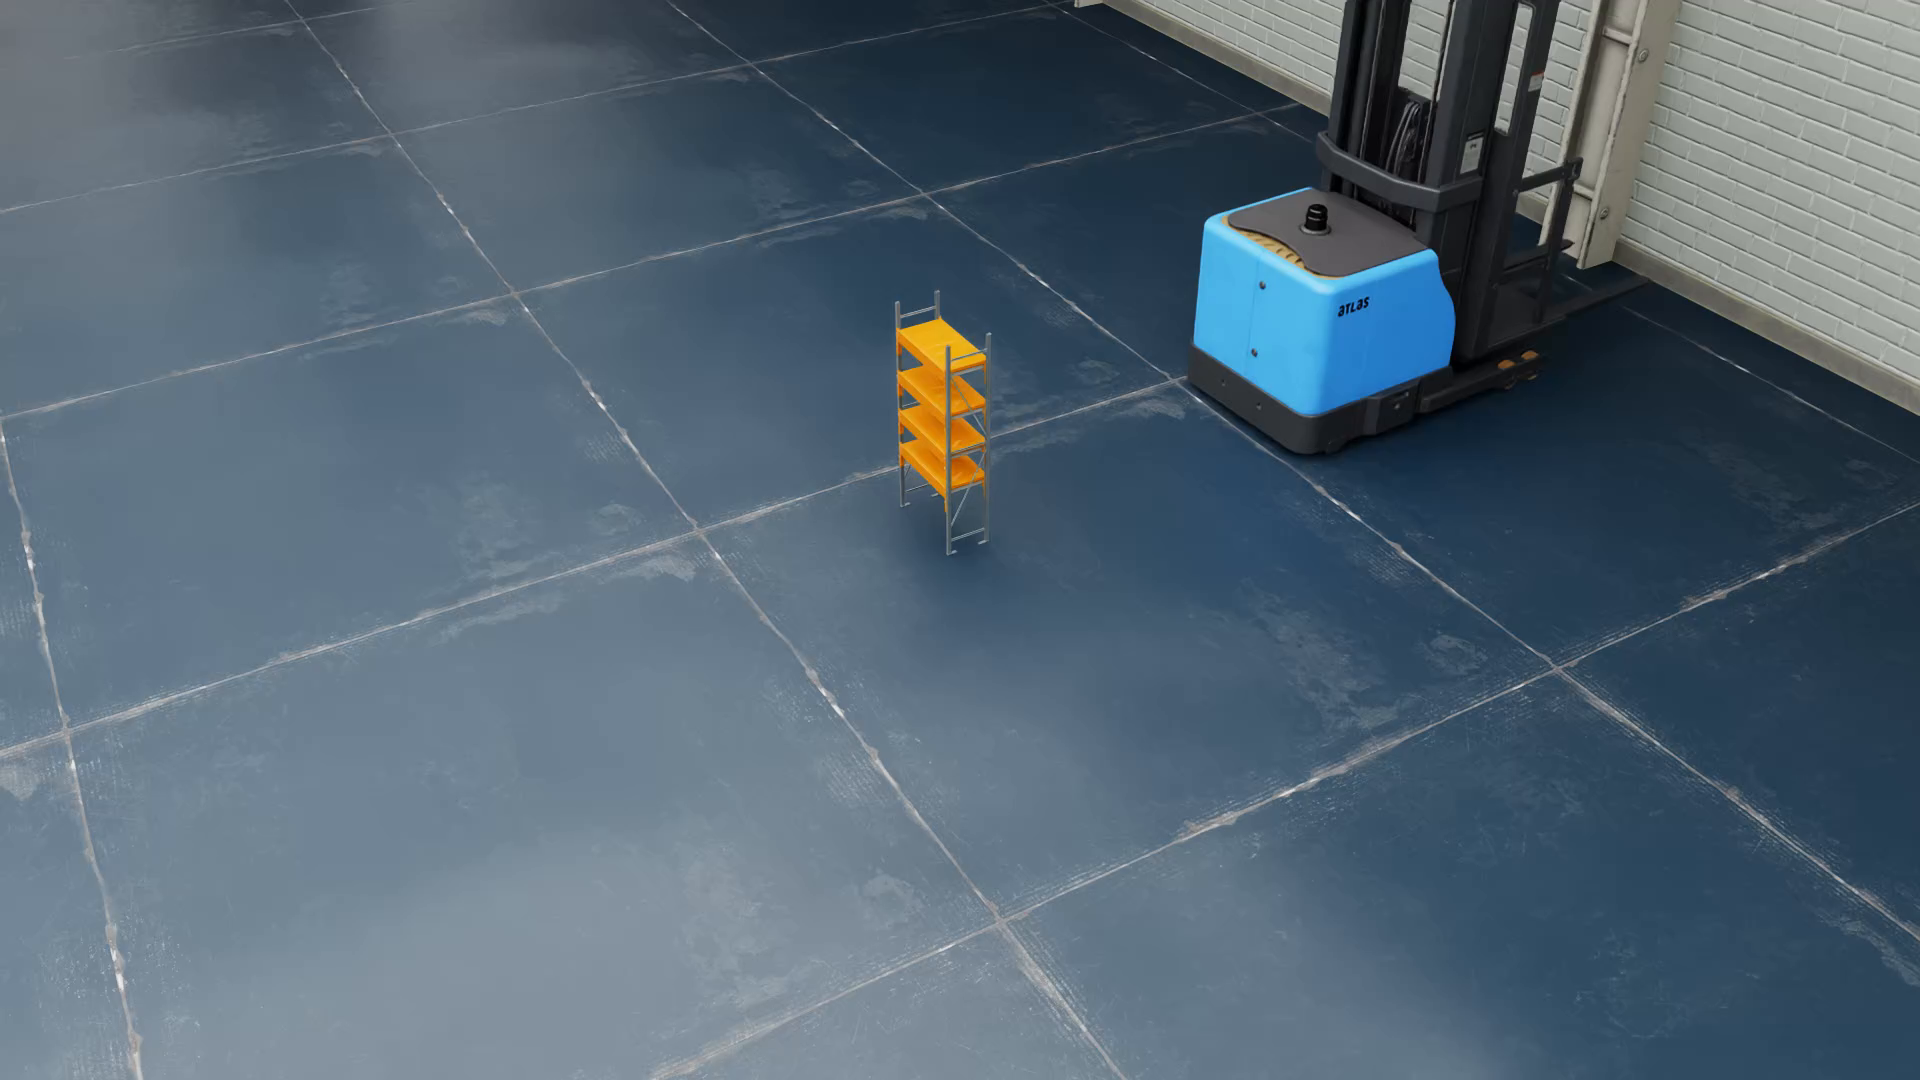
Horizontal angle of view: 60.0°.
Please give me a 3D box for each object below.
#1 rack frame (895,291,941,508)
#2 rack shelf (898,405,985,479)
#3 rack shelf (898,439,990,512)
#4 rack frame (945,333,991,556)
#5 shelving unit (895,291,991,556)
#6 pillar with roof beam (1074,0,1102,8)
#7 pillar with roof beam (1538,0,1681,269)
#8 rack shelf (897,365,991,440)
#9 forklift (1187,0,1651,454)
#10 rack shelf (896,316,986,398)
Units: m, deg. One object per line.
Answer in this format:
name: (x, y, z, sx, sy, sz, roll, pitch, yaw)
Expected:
rack frame: (-0.206, -0.693, 8.409, 0.240, 1.200, 0.015, -19, 40, -24)
rack shelf: (-0.083, -0.515, 8.279, 0.258, 0.148, 0.480, -19, 40, -24)
rack shelf: (-0.083, -0.354, 8.396, 0.258, 0.148, 0.480, -19, 40, -24)
rack frame: (0.039, -0.445, 8.069, 0.240, 1.200, 0.015, -19, 40, -24)
shelving unit: (-0.083, -0.569, 8.239, 0.258, 1.200, 0.503, -19, 40, -24)
pillar with roof beam: (-2.623, -7.337, 10.894, 9.100, 9.000, 0.400, -19, 40, -24)
pillar with roof beam: (0.392, -4.278, 6.705, 9.100, 9.000, 0.400, -19, 40, -24)
rack shelf: (-0.083, -0.695, 8.147, 0.258, 0.148, 0.480, -19, 40, -24)
forklift: (2.835, -2.305, 9.148, 3.031, 2.935, 1.130, -21, 41, -26)
rack shelf: (-0.083, -0.886, 8.007, 0.258, 0.148, 0.480, -19, 40, -24)
